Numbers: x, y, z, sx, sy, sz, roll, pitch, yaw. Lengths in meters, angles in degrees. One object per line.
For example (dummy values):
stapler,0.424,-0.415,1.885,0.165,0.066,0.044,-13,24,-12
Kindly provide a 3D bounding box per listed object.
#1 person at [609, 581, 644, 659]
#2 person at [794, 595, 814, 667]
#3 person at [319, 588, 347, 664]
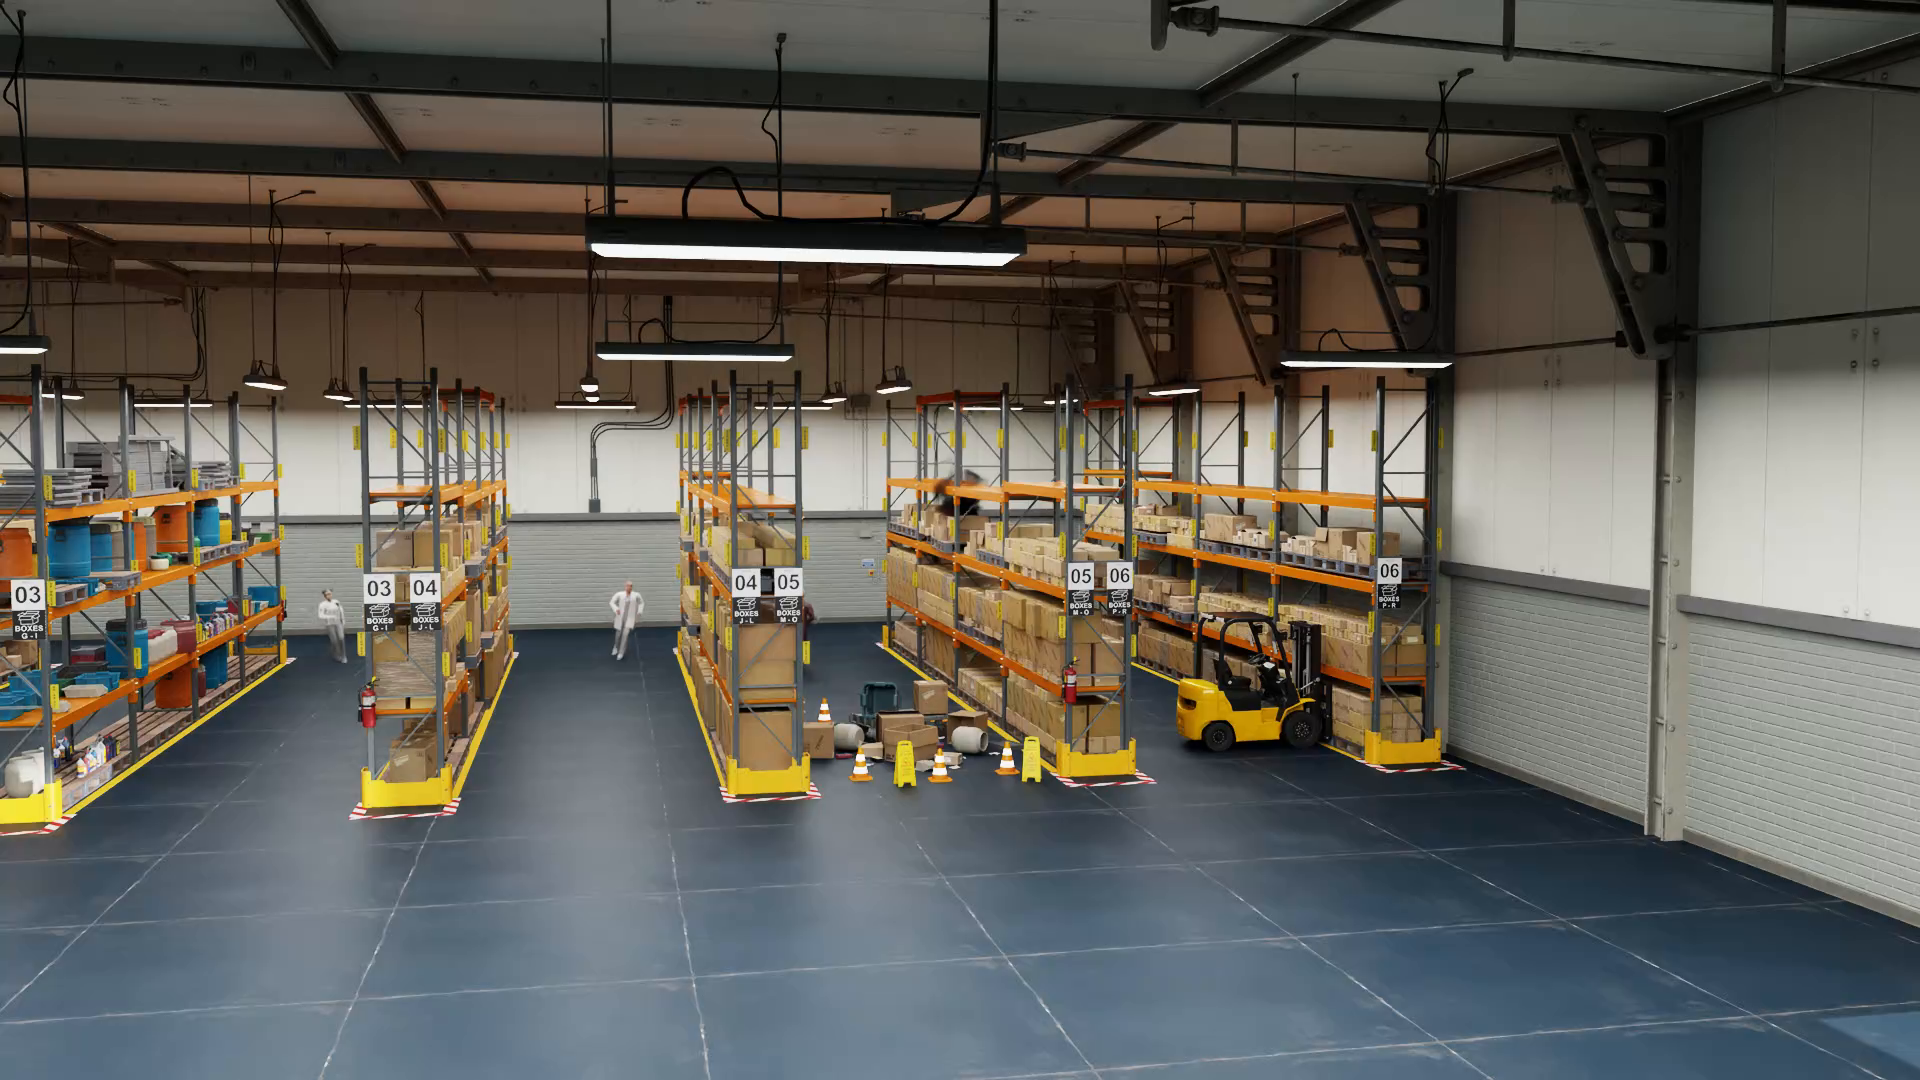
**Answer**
person,-7.687,1.824,38.323,0.767,1.743,1.058,0,3,-8
person,-3.564,1.962,36.566,0.707,1.740,0.566,-1,4,-17
person,-14.133,1.934,37.442,0.587,1.688,0.786,-2,4,-34
